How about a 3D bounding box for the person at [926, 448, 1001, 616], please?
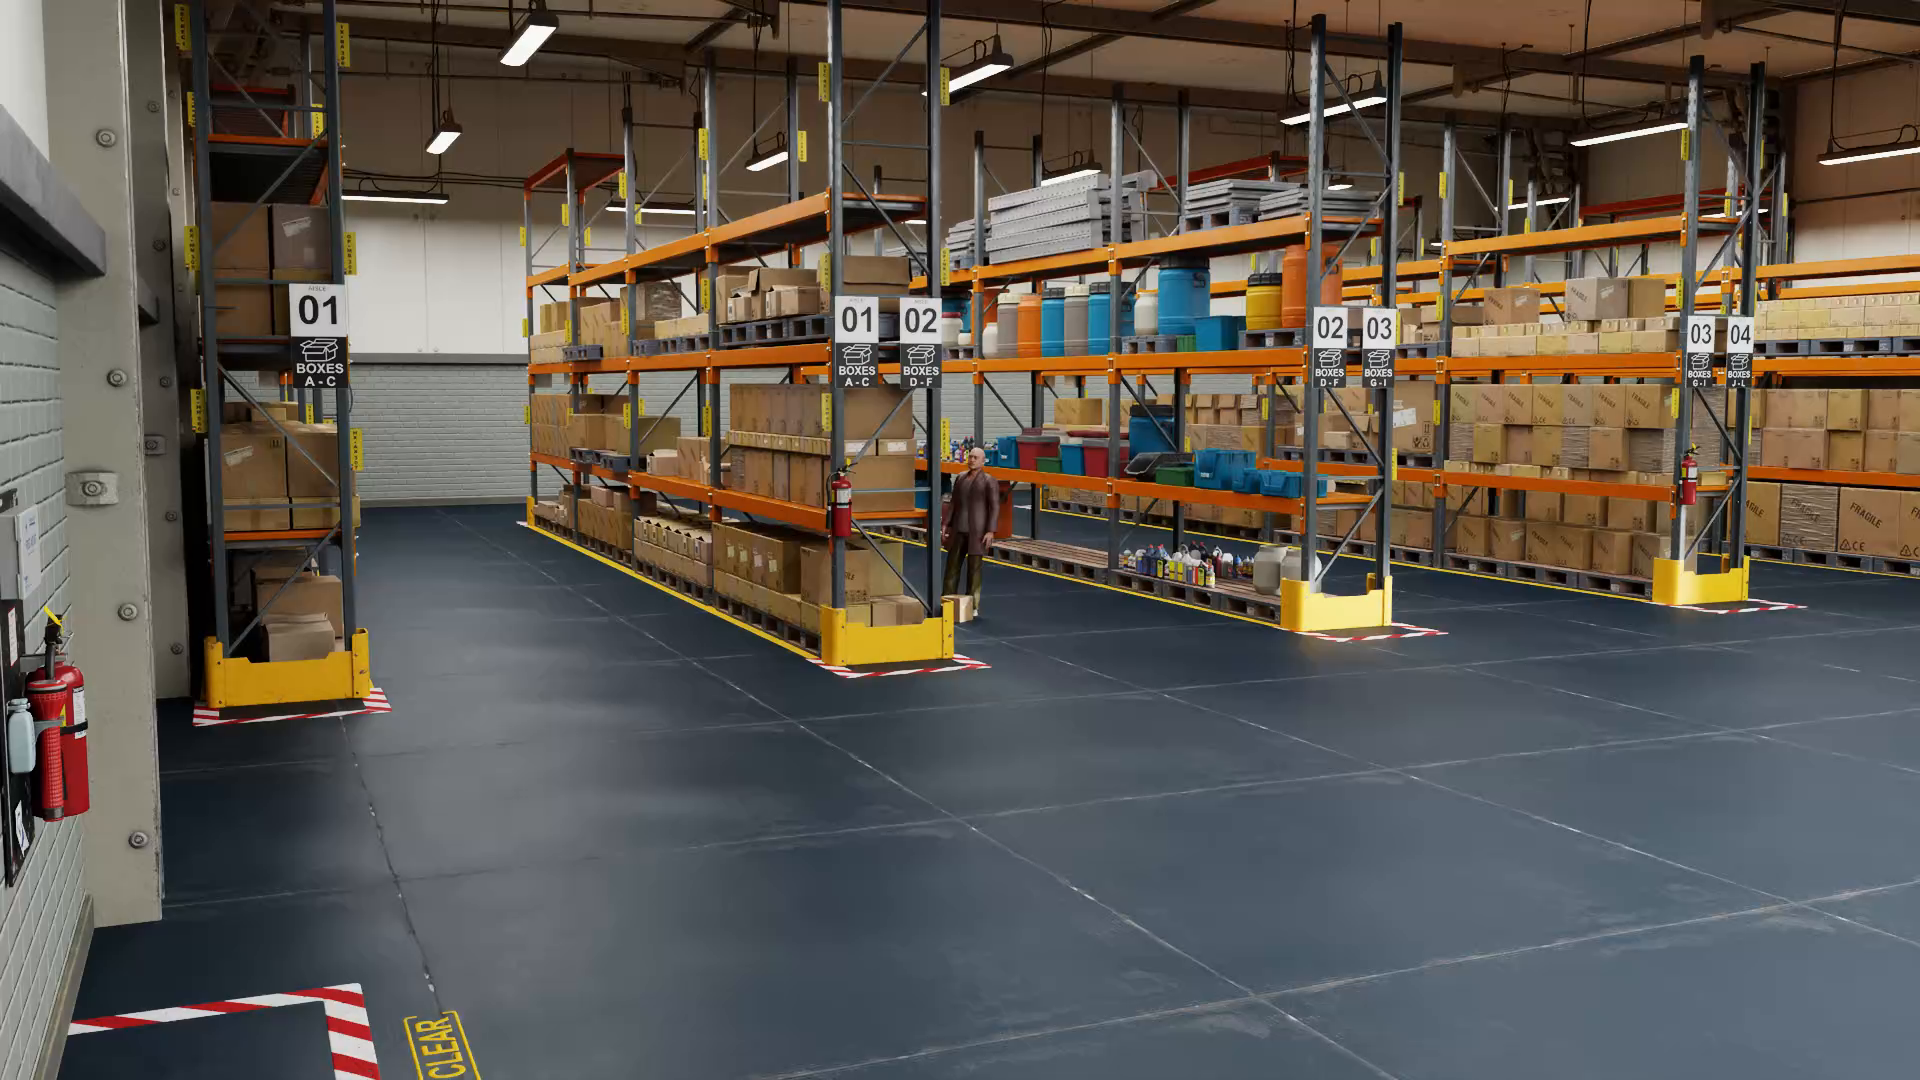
[{"bbox_3d":[0.051,-0.074,17.395,0.695,1.776,0.582,4,6,34],"label":"person"}]
